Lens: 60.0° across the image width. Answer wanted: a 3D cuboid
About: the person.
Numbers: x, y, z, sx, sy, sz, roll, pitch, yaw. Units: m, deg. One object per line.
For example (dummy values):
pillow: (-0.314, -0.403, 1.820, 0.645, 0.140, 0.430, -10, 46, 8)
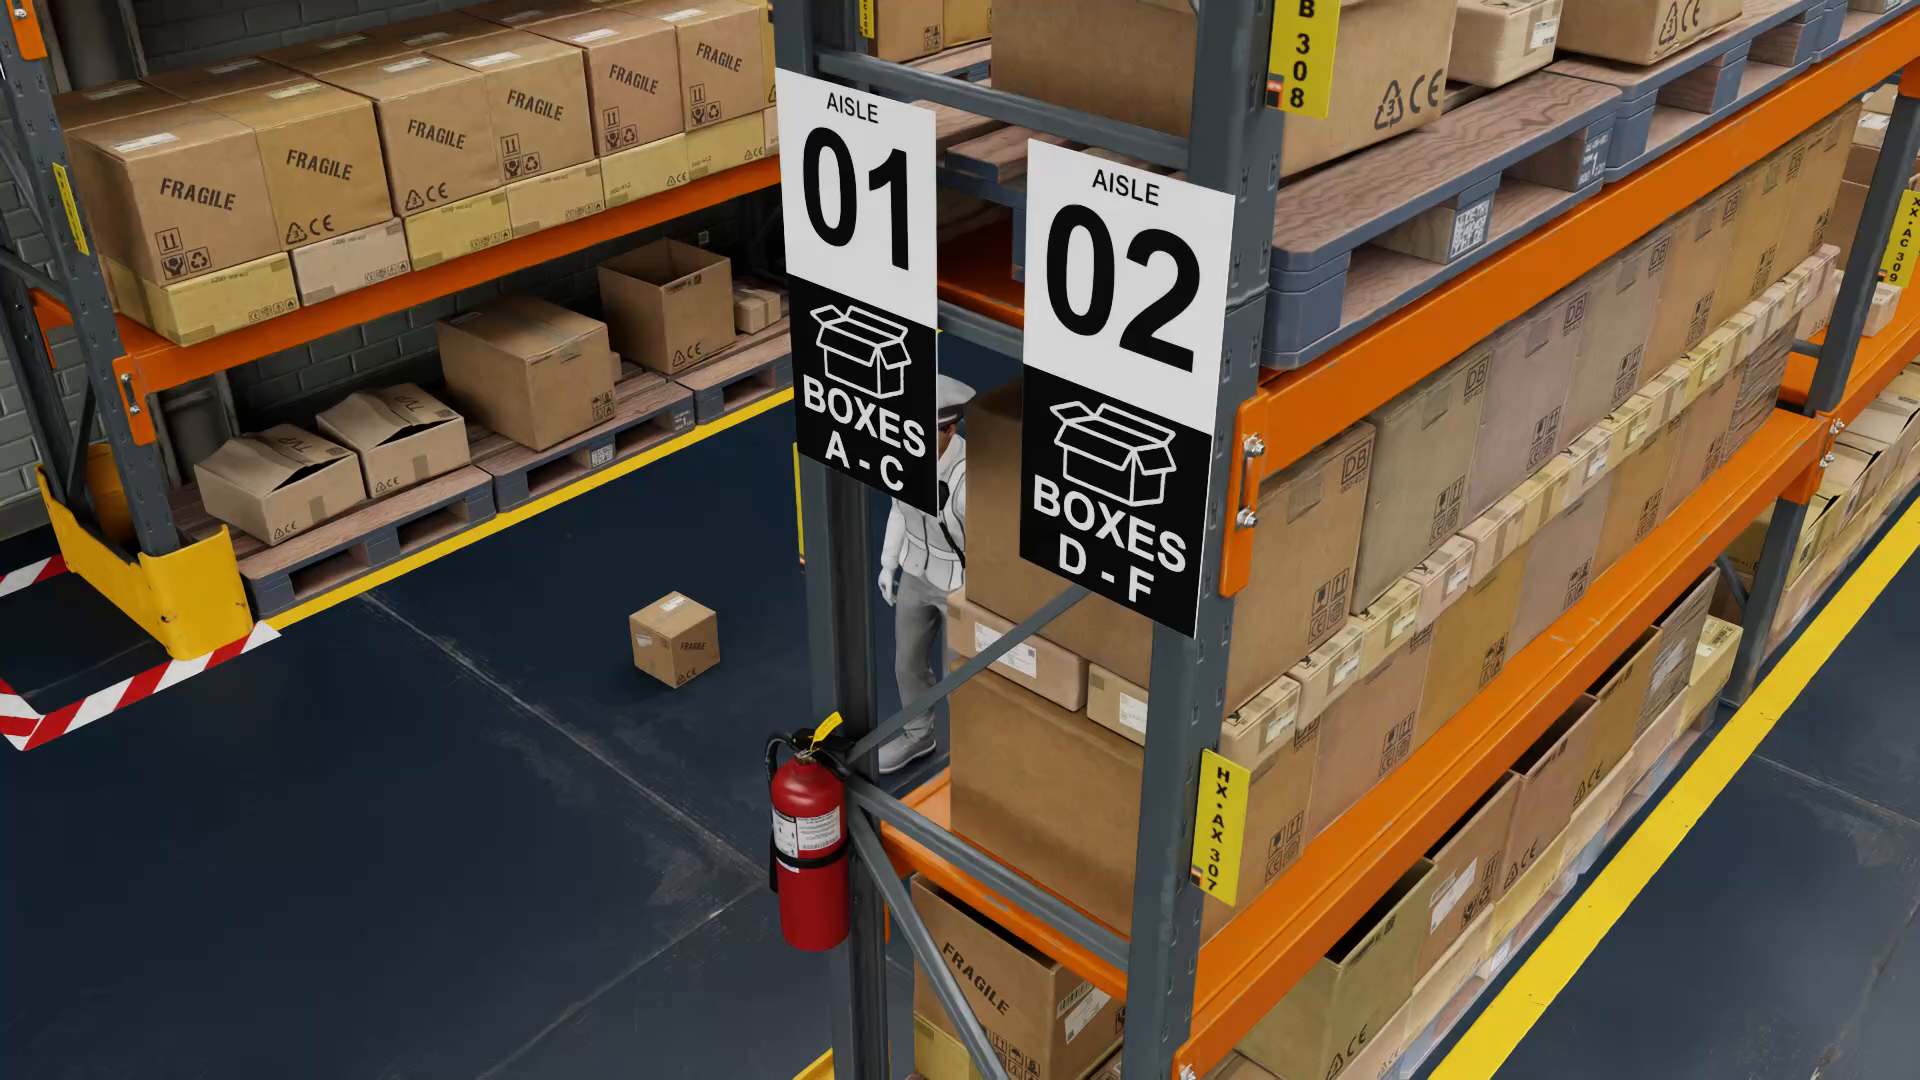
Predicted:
person: (-0.063, 0.174, 5.848, 0.530, 1.663, 0.371, 25, 40, 35)
